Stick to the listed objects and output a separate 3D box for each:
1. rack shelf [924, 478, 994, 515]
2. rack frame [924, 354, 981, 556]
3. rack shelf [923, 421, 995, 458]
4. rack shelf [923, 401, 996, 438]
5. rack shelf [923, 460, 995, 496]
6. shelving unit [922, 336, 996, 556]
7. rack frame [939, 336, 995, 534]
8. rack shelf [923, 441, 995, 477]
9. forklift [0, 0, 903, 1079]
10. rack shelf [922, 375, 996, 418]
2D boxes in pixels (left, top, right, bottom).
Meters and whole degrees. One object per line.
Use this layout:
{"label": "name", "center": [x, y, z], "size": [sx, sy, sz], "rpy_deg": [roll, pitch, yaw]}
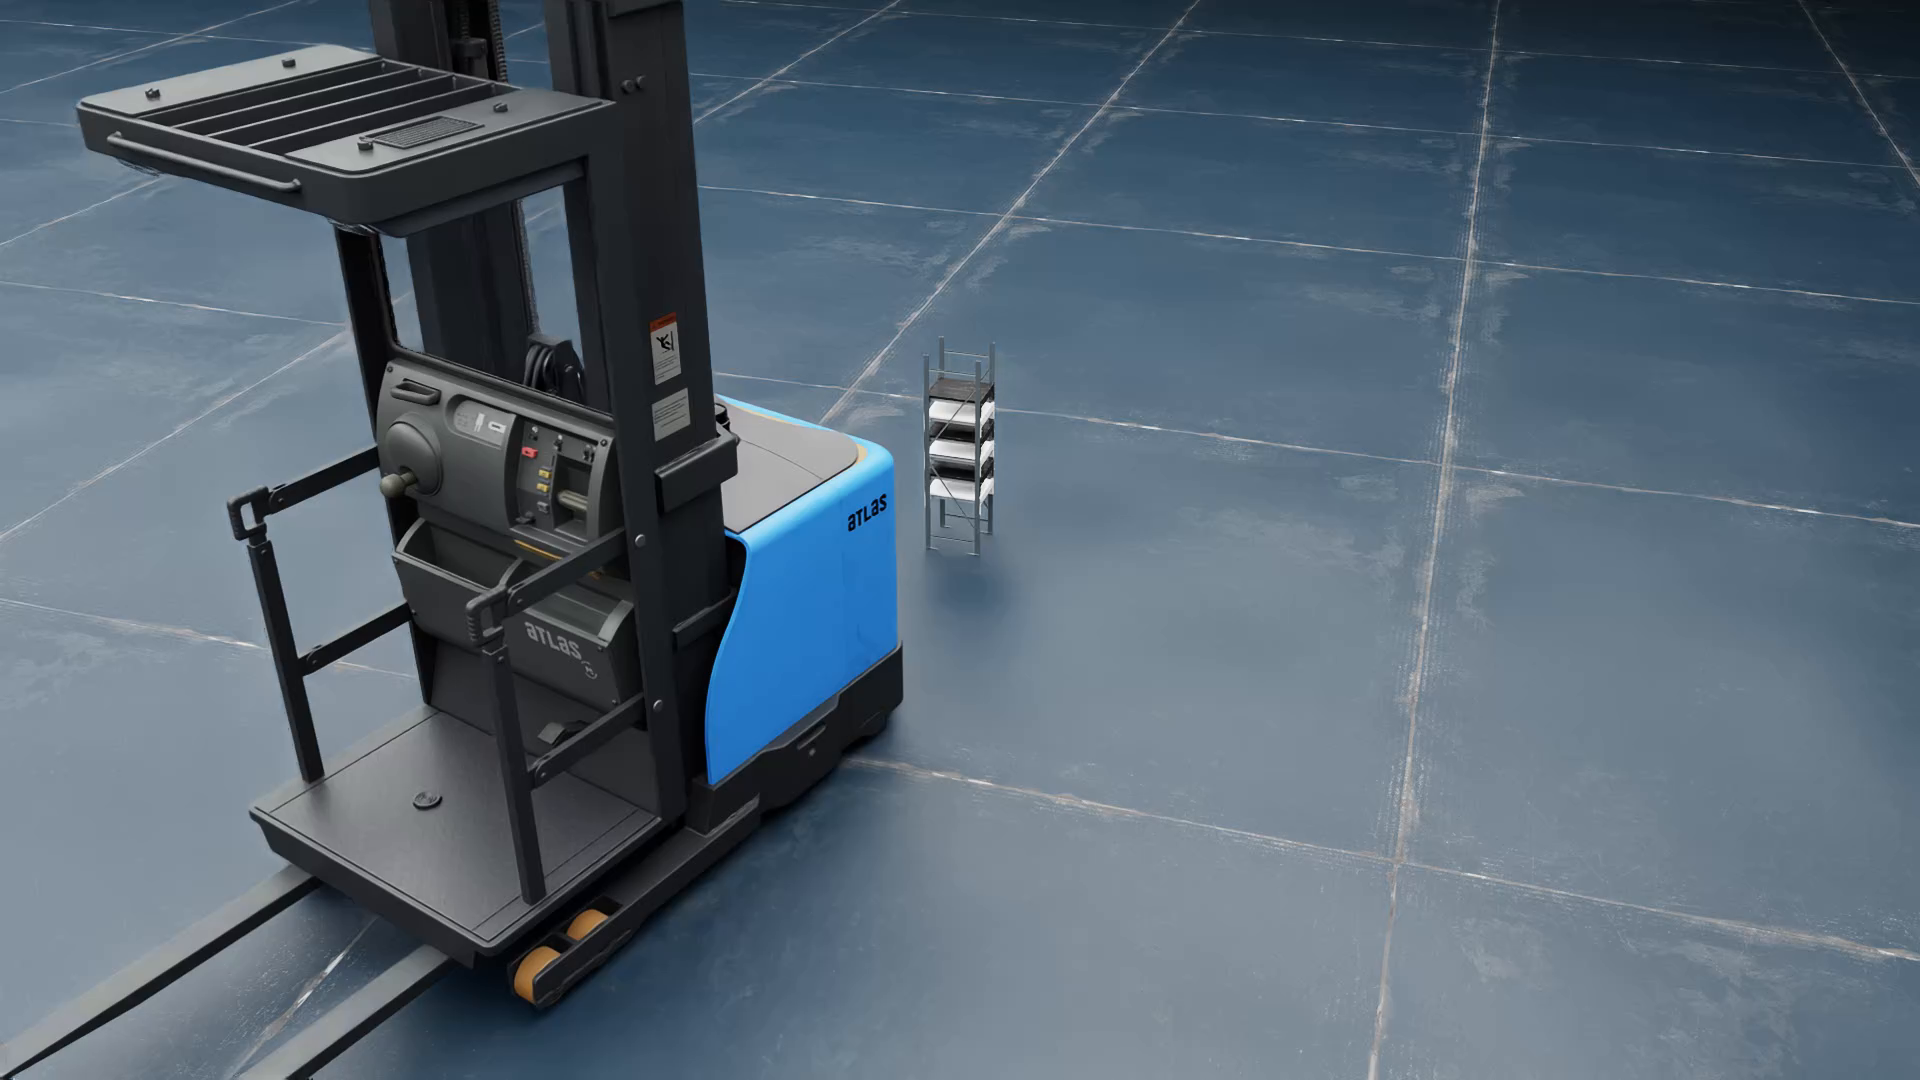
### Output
{"label": "rack shelf", "center": [-0.002, -0.203, 7.128], "size": [0.258, 0.077, 0.200], "rpy_deg": [8, 30, 15]}
{"label": "rack frame", "center": [-0.032, -0.342, 6.940], "size": [0.240, 0.900, 0.006], "rpy_deg": [8, 30, 15]}
{"label": "rack shelf", "center": [-0.002, -0.439, 6.997], "size": [0.258, 0.077, 0.200], "rpy_deg": [8, 30, 15]}
{"label": "rack shelf", "center": [-0.002, -0.518, 6.953], "size": [0.258, 0.077, 0.200], "rpy_deg": [8, 30, 15]}
{"label": "rack shelf", "center": [-0.002, -0.282, 7.084], "size": [0.258, 0.077, 0.200], "rpy_deg": [8, 30, 15]}
{"label": "shelving unit", "center": [-0.002, -0.389, 7.024], "size": [0.258, 0.900, 0.210], "rpy_deg": [8, 30, 15]}
{"label": "rack frame", "center": [0.027, -0.437, 7.109], "size": [0.240, 0.900, 0.006], "rpy_deg": [8, 30, 15]}
{"label": "rack shelf", "center": [-0.002, -0.360, 7.041], "size": [0.258, 0.077, 0.200], "rpy_deg": [8, 30, 15]}
{"label": "forklift", "center": [-1.456, -0.196, 4.588], "size": [1.130, 2.935, 3.031], "rpy_deg": [18, 34, 30]}
{"label": "rack shelf", "center": [-0.002, -0.596, 6.909], "size": [0.258, 0.077, 0.200], "rpy_deg": [8, 30, 15]}
